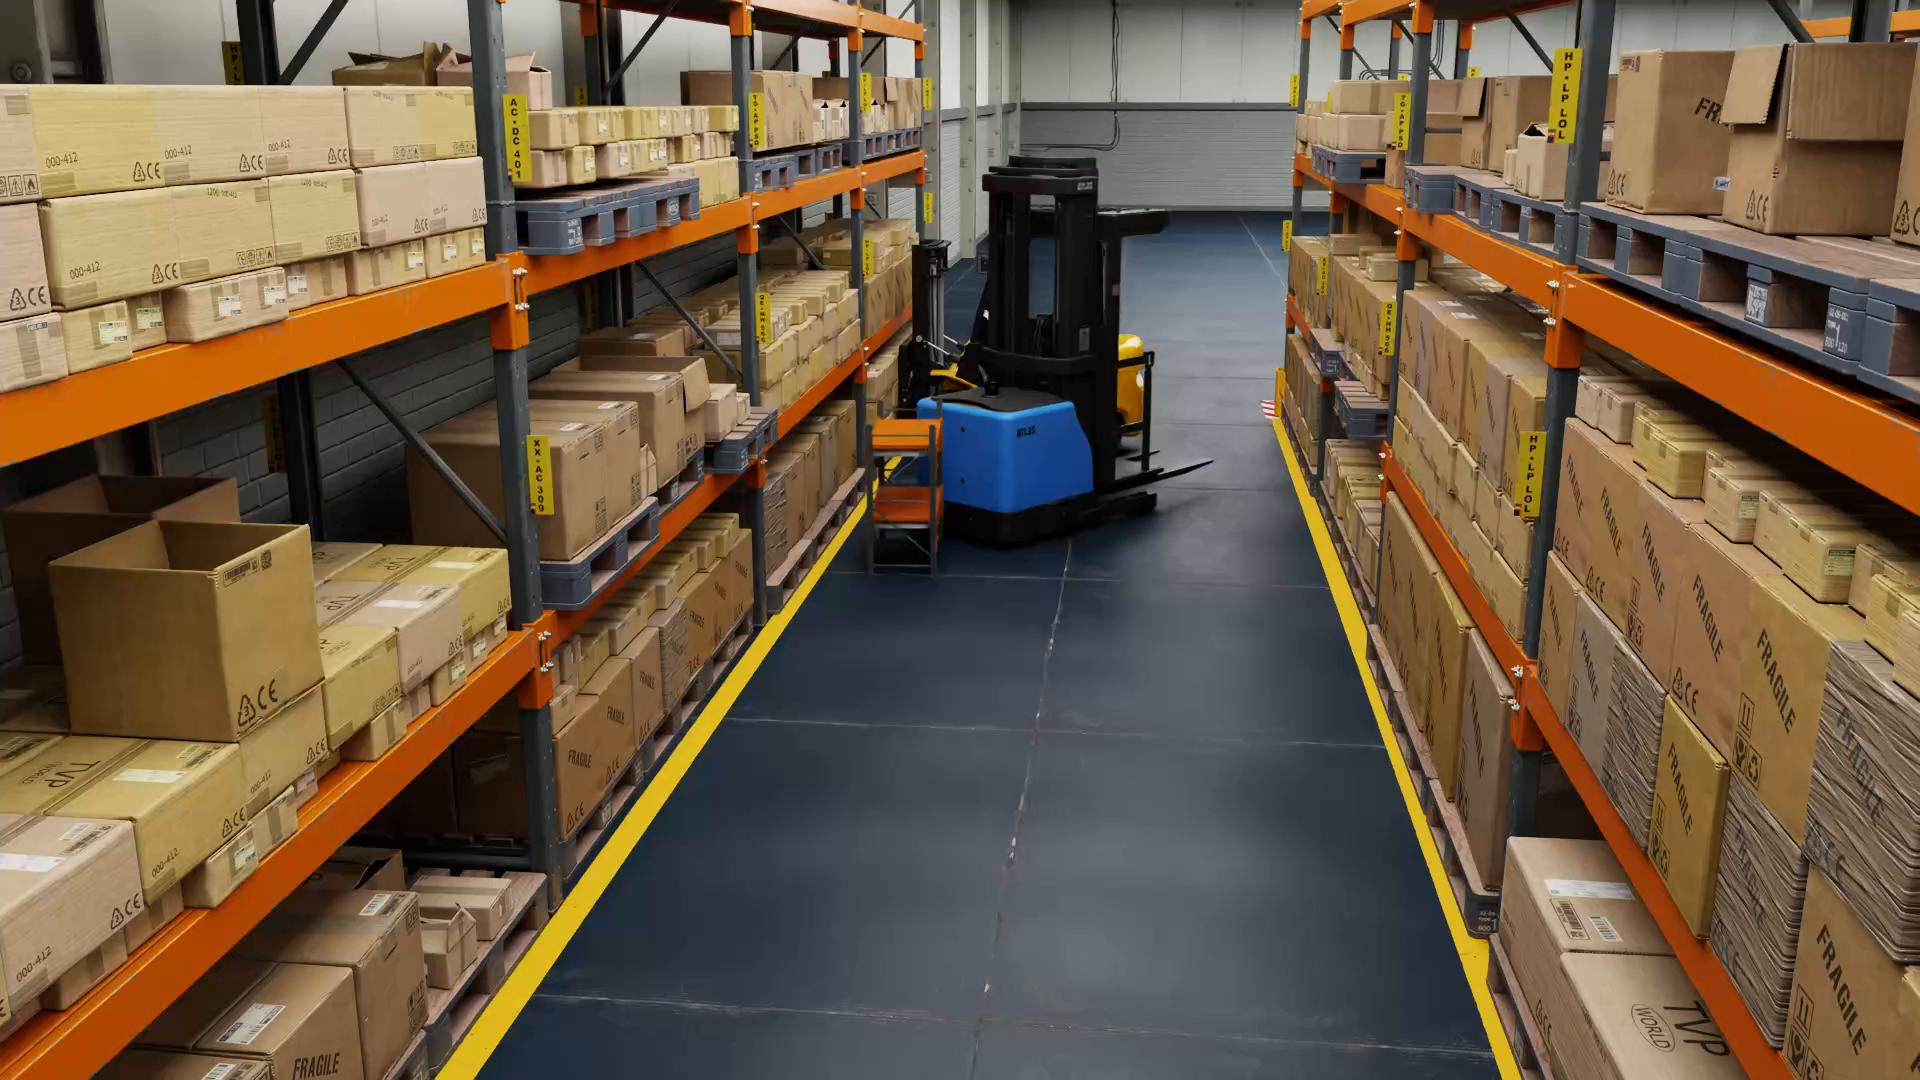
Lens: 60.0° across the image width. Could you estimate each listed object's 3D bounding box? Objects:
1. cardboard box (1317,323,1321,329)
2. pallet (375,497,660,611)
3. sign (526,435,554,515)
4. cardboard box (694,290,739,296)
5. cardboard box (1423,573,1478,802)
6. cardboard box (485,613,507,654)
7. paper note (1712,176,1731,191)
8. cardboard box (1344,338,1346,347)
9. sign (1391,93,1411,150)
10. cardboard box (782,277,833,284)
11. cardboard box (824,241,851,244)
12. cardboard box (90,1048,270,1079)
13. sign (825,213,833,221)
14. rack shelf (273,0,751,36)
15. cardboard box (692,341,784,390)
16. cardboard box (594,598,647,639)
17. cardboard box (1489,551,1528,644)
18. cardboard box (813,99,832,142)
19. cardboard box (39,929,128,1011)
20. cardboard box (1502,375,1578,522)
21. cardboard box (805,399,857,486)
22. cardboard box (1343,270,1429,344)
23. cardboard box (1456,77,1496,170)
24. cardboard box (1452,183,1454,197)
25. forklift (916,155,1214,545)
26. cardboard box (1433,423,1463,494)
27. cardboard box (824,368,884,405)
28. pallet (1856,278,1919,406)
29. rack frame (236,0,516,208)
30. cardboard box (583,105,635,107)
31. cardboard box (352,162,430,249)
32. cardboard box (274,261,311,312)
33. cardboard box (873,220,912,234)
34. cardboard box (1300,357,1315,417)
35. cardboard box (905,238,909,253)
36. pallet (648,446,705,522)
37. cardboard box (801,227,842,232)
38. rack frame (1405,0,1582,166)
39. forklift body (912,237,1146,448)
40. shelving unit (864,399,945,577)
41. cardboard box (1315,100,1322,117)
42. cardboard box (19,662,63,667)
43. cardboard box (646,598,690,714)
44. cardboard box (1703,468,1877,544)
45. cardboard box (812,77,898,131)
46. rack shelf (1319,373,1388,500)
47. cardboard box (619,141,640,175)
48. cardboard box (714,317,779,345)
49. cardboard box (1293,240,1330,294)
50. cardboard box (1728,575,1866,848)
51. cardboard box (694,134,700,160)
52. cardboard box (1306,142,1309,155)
[{"bbox_3d":[3.348,-1.824,14.642,0.380,0.149,0.250,2,15,8],"label":"cardboard box"},{"bbox_3d":[-2.043,0.030,7.671,1.003,0.211,1.213,2,15,6],"label":"pallet"},{"bbox_3d":[-1.702,-0.262,6.727,0.100,0.325,0.005,2,15,6],"label":"sign"},{"bbox_3d":[-1.810,-1.816,12.696,0.380,0.149,0.250,2,15,7],"label":"cardboard box"},{"bbox_3d":[2.775,0.712,8.048,0.875,0.875,0.875,2,15,8],"label":"cardboard box"},{"bbox_3d":[-2.027,0.353,6.591,0.380,0.149,0.250,2,15,7],"label":"cardboard box"},{"bbox_3d":[1.898,-0.890,4.149,0.006,0.032,0.123,2,15,6],"label":"paper note"},{"bbox_3d":[3.153,-1.530,12.749,0.380,0.149,0.250,2,15,7],"label":"cardboard box"},{"bbox_3d":[2.603,-2.465,9.793,0.100,0.325,0.005,2,15,6],"label":"sign"},{"bbox_3d":[-1.248,-2.070,13.637,0.380,0.149,0.250,2,15,6],"label":"cardboard box"},{"bbox_3d":[-1.049,-2.649,15.208,0.380,0.149,0.250,1,15,5],"label":"cardboard box"},{"bbox_3d":[-2.395,1.807,4.719,0.700,0.500,0.500,2,15,9],"label":"cardboard box"},{"bbox_3d":[-1.439,-3.445,18.345,0.100,0.325,0.005,2,15,6],"label":"sign"},{"bbox_3d":[-2.016,-2.733,8.173,1.077,0.370,4.000,2,15,6],"label":"rack shelf"},{"bbox_3d":[-1.473,-1.172,11.079,0.500,0.250,0.500,2,15,6],"label":"cardboard box"},{"bbox_3d":[-1.852,0.407,8.653,0.380,0.149,0.250,2,15,8],"label":"cardboard box"},{"bbox_3d":[2.491,0.235,6.832,0.500,0.250,0.500,1,15,5],"label":"cardboard box"},{"bbox_3d":[-1.265,-3.195,12.660,0.500,0.311,0.500,1,15,4],"label":"cardboard box"},{"bbox_3d":[-2.316,1.023,4.114,0.380,0.149,0.250,2,15,8],"label":"cardboard box"},{"bbox_3d":[2.491,-0.367,6.667,0.500,0.500,0.500,2,15,8],"label":"cardboard box"},{"bbox_3d":[-1.387,-0.854,14.319,0.875,0.625,0.625,2,15,9],"label":"cardboard box"},{"bbox_3d":[3.083,-1.678,12.056,0.500,0.500,0.500,1,15,4],"label":"cardboard box"},{"bbox_3d":[3.249,-2.349,9.354,0.797,0.503,0.637,1,15,3],"label":"cardboard box"},{"bbox_3d":[2.969,-2.165,10.158,0.380,0.149,0.250,2,15,6],"label":"cardboard box"},{"bbox_3d":[1.013,-1.691,13.801,1.130,2.935,3.031,14,20,41],"label":"forklift"},{"bbox_3d":[2.641,-0.401,8.229,0.500,0.250,0.500,2,15,7],"label":"cardboard box"},{"bbox_3d":[-0.973,-1.408,15.169,0.500,0.250,0.500,1,15,5],"label":"cardboard box"},{"bbox_3d":[2.312,-0.274,2.851,1.003,0.211,1.213,2,15,6],"label":"pallet"},{"bbox_3d":[-2.242,-2.754,6.109,1.000,3.000,0.127,2,15,6],"label":"rack frame"},{"bbox_3d":[-2.107,-2.520,9.943,0.380,0.149,0.250,1,15,4],"label":"cardboard box"},{"bbox_3d":[-2.096,-1.110,5.491,0.500,0.250,0.500,1,15,4],"label":"cardboard box"},{"bbox_3d":[-2.172,-0.753,4.934,0.380,0.149,0.250,2,15,7],"label":"cardboard box"},{"bbox_3d":[-0.716,-3.312,17.659,0.380,0.149,0.250,2,15,6],"label":"cardboard box"},{"bbox_3d":[3.505,-1.451,15.809,0.500,0.500,0.500,3,15,9],"label":"cardboard box"},{"bbox_3d":[-0.738,-3.101,17.450,0.380,0.149,0.250,2,15,7],"label":"cardboard box"},{"bbox_3d":[-2.005,-0.299,8.888,1.003,0.211,1.213,2,15,6],"label":"pallet"},{"bbox_3d":[-1.392,-3.061,16.732,0.380,0.149,0.250,1,15,5],"label":"cardboard box"},{"bbox_3d":[3.142,-3.647,9.408,1.000,3.000,0.127,2,15,6],"label":"rack frame"},{"bbox_3d":[0.711,-2.015,16.495,2.313,2.155,1.214,2,15,6],"label":"forklift body"},{"bbox_3d":[-0.406,-0.412,12.530,0.538,1.125,1.048,1,15,2],"label":"shelving unit"},{"bbox_3d":[3.492,-3.993,15.391,0.380,0.149,0.250,2,15,7],"label":"cardboard box"},{"bbox_3d":[-2.676,0.455,5.450,0.500,0.250,0.500,2,15,7],"label":"cardboard box"},{"bbox_3d":[-1.788,0.625,9.090,0.500,0.500,0.500,1,15,4],"label":"cardboard box"},{"bbox_3d":[2.206,-0.089,4.393,0.380,0.149,0.250,2,15,6],"label":"cardboard box"},{"bbox_3d":[-1.015,-4.184,15.949,0.797,0.503,0.637,2,15,8],"label":"cardboard box"},{"bbox_3d":[3.367,-0.922,12.204,1.077,0.370,4.000,2,15,6],"label":"rack shelf"},{"bbox_3d":[-1.700,-1.767,7.689,0.380,0.149,0.250,2,15,6],"label":"cardboard box"},{"bbox_3d":[-1.433,-1.400,11.161,0.380,0.149,0.250,2,15,7],"label":"cardboard box"},{"bbox_3d":[3.660,-2.768,16.892,0.500,0.500,0.500,2,15,8],"label":"cardboard box"},{"bbox_3d":[2.146,0.397,3.841,0.500,0.500,0.500,2,15,6],"label":"cardboard box"},{"bbox_3d":[-1.695,-2.231,9.442,0.380,0.149,0.250,2,15,8],"label":"cardboard box"},{"bbox_3d":[3.680,-3.937,16.711,0.380,0.149,0.250,2,15,8],"label":"cardboard box"}]
